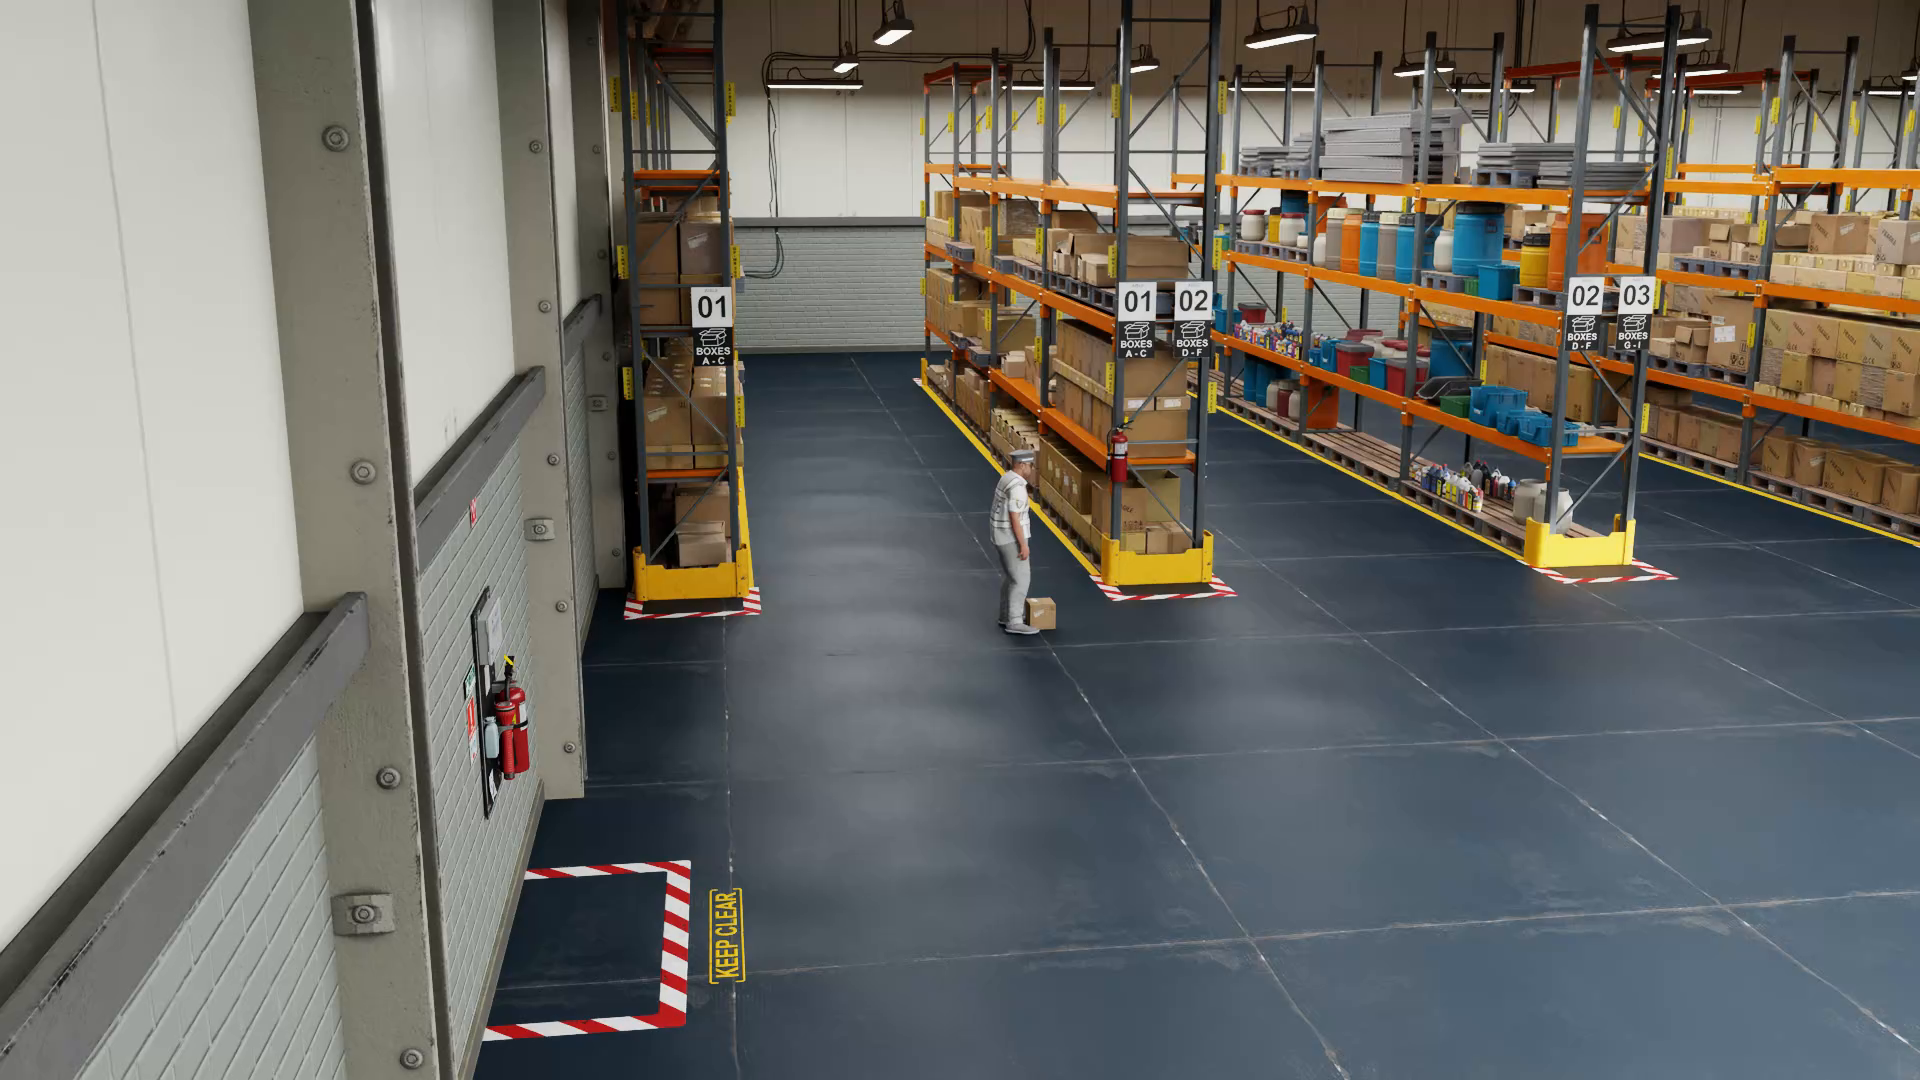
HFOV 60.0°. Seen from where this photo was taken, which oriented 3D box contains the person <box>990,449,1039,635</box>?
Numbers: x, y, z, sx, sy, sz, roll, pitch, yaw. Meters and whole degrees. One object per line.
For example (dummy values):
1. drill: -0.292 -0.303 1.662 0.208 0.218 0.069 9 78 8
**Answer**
1. person: 0.514 -0.002 15.972 0.436 1.748 0.587 -2 13 -8
